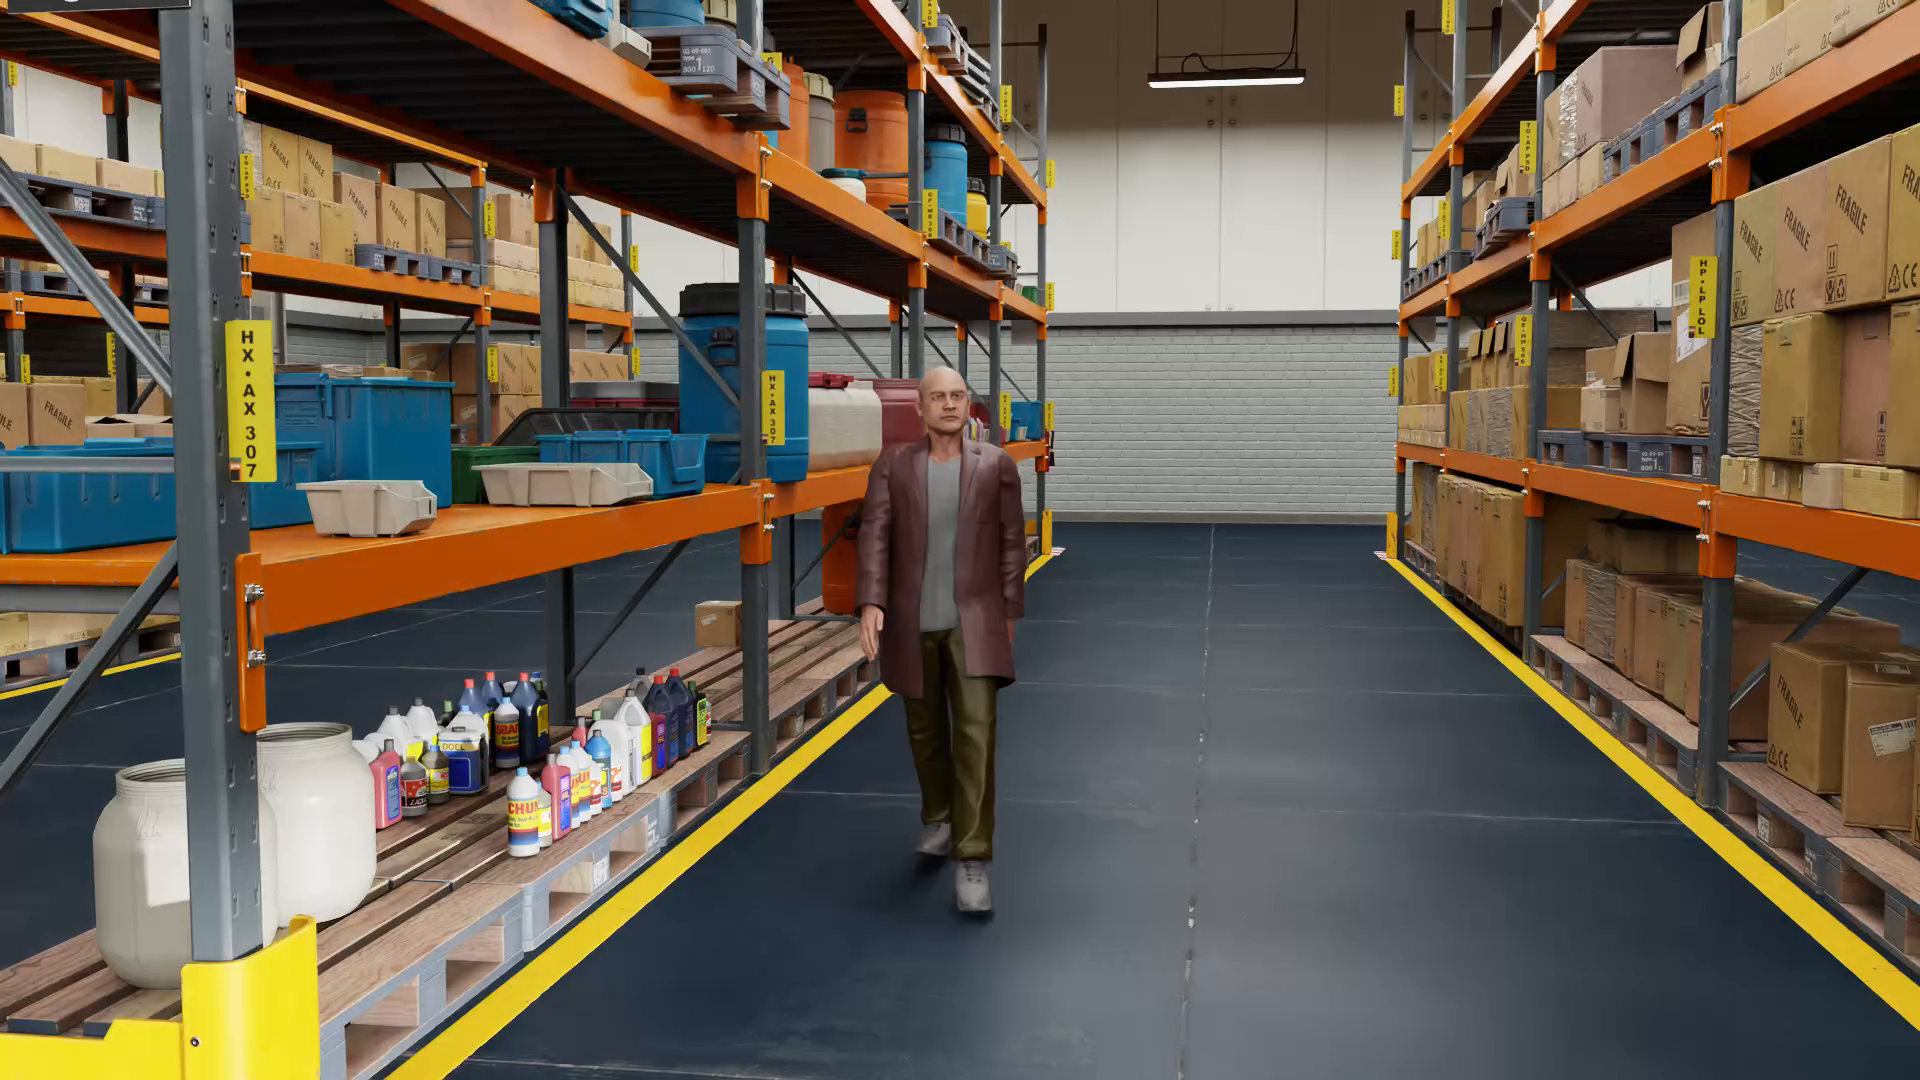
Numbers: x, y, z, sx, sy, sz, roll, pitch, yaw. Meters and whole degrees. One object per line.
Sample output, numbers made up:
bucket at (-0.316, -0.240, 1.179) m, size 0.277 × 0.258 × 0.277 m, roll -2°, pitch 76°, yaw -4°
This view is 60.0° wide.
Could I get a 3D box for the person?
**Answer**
person at (-0.077, 0.305, 5.516) m, size 0.559 × 1.740 × 1.021 m, roll 1°, pitch 4°, yaw 8°
